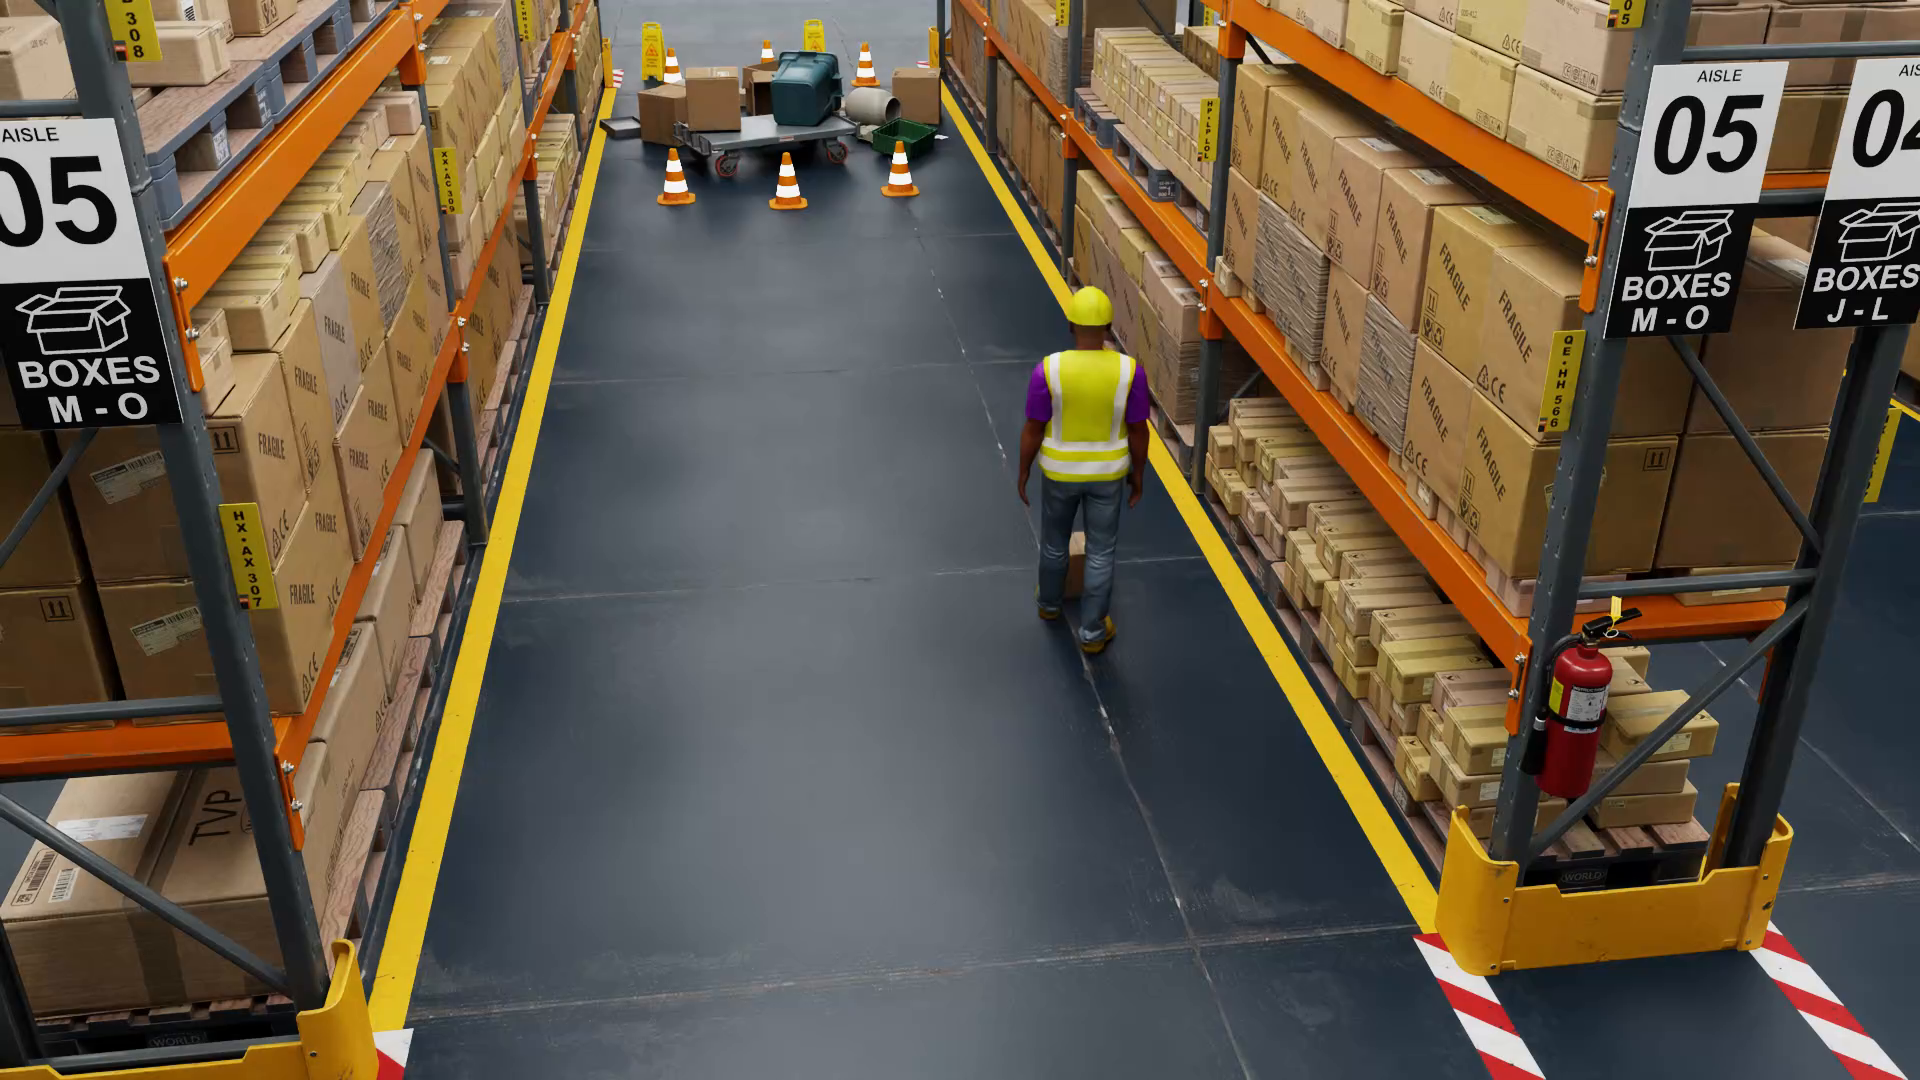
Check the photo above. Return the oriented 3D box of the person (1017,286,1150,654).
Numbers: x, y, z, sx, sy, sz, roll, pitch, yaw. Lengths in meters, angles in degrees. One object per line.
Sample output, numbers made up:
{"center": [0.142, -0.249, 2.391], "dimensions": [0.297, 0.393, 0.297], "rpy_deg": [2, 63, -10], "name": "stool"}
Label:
{"center": [0.568, -0.370, 7.816], "dimensions": [0.598, 1.764, 0.660], "rpy_deg": [1, 27, 1], "name": "person"}
